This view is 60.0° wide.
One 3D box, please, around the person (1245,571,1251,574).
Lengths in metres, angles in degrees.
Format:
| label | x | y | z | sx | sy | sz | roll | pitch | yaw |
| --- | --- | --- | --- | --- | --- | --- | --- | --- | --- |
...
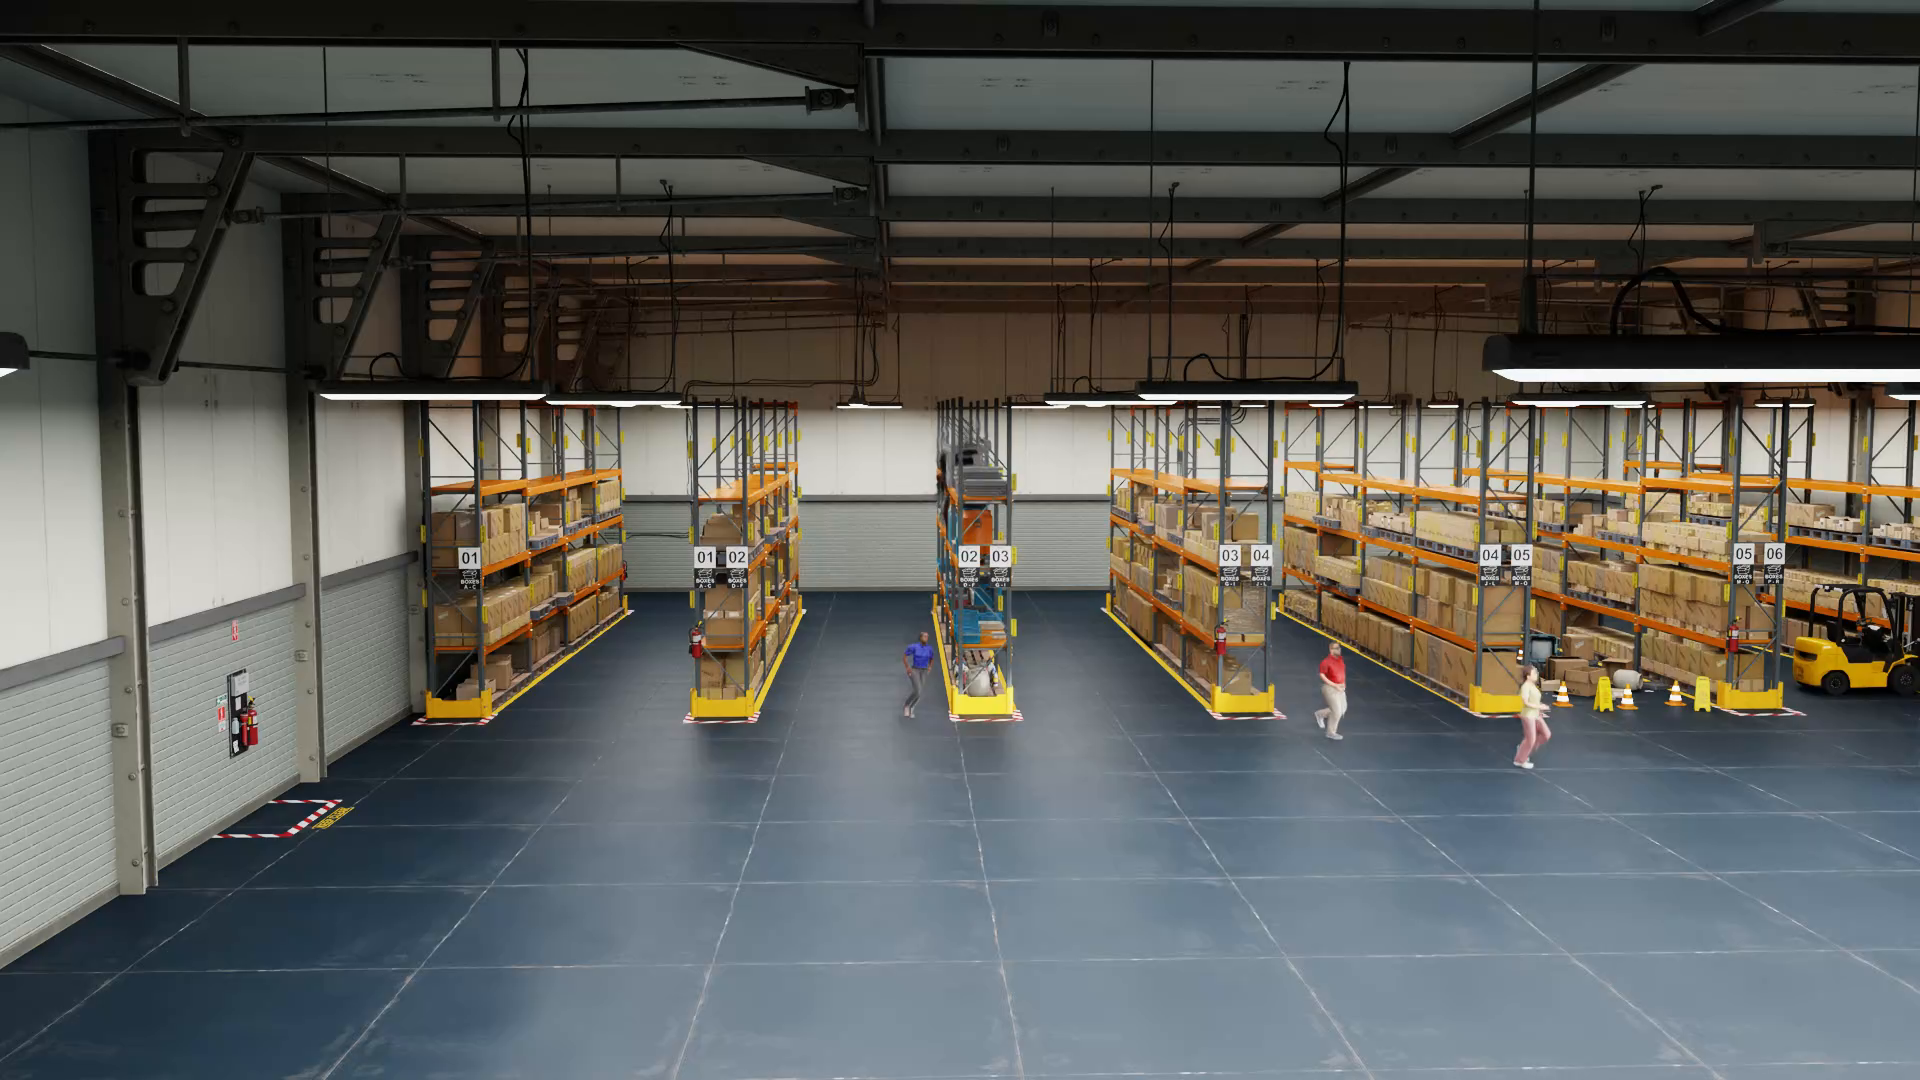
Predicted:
| label | x | y | z | sx | sy | sz | roll | pitch | yaw |
| --- | --- | --- | --- | --- | --- | --- | --- | --- | --- |
| person | 8.261 | 1.139 | 48.462 | 0.864 | 1.741 | 0.685 | 4 | 6 | 43 |

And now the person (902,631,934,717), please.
| label | x | y | z | sx | sy | sz | roll | pitch | yaw |
| --- | --- | --- | --- | --- | --- | --- | --- | --- | --- |
| person | -0.755 | 2.518 | 31.130 | 0.631 | 1.590 | 0.539 | -3 | 5 | -31 |

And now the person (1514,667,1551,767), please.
| label | x | y | z | sx | sy | sz | roll | pitch | yaw |
| --- | --- | --- | --- | --- | --- | --- | --- | --- | --- |
| person | 9.189 | 2.841 | 26.686 | 0.555 | 1.633 | 0.566 | 3 | 5 | 36 |

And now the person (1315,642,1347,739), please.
| label | x | y | z | sx | sy | sz | roll | pitch | yaw |
| --- | --- | --- | --- | --- | --- | --- | --- | --- | --- |
| person | 6.514 | 2.629 | 29.180 | 0.672 | 1.697 | 0.657 | -4 | 6 | -44 |
